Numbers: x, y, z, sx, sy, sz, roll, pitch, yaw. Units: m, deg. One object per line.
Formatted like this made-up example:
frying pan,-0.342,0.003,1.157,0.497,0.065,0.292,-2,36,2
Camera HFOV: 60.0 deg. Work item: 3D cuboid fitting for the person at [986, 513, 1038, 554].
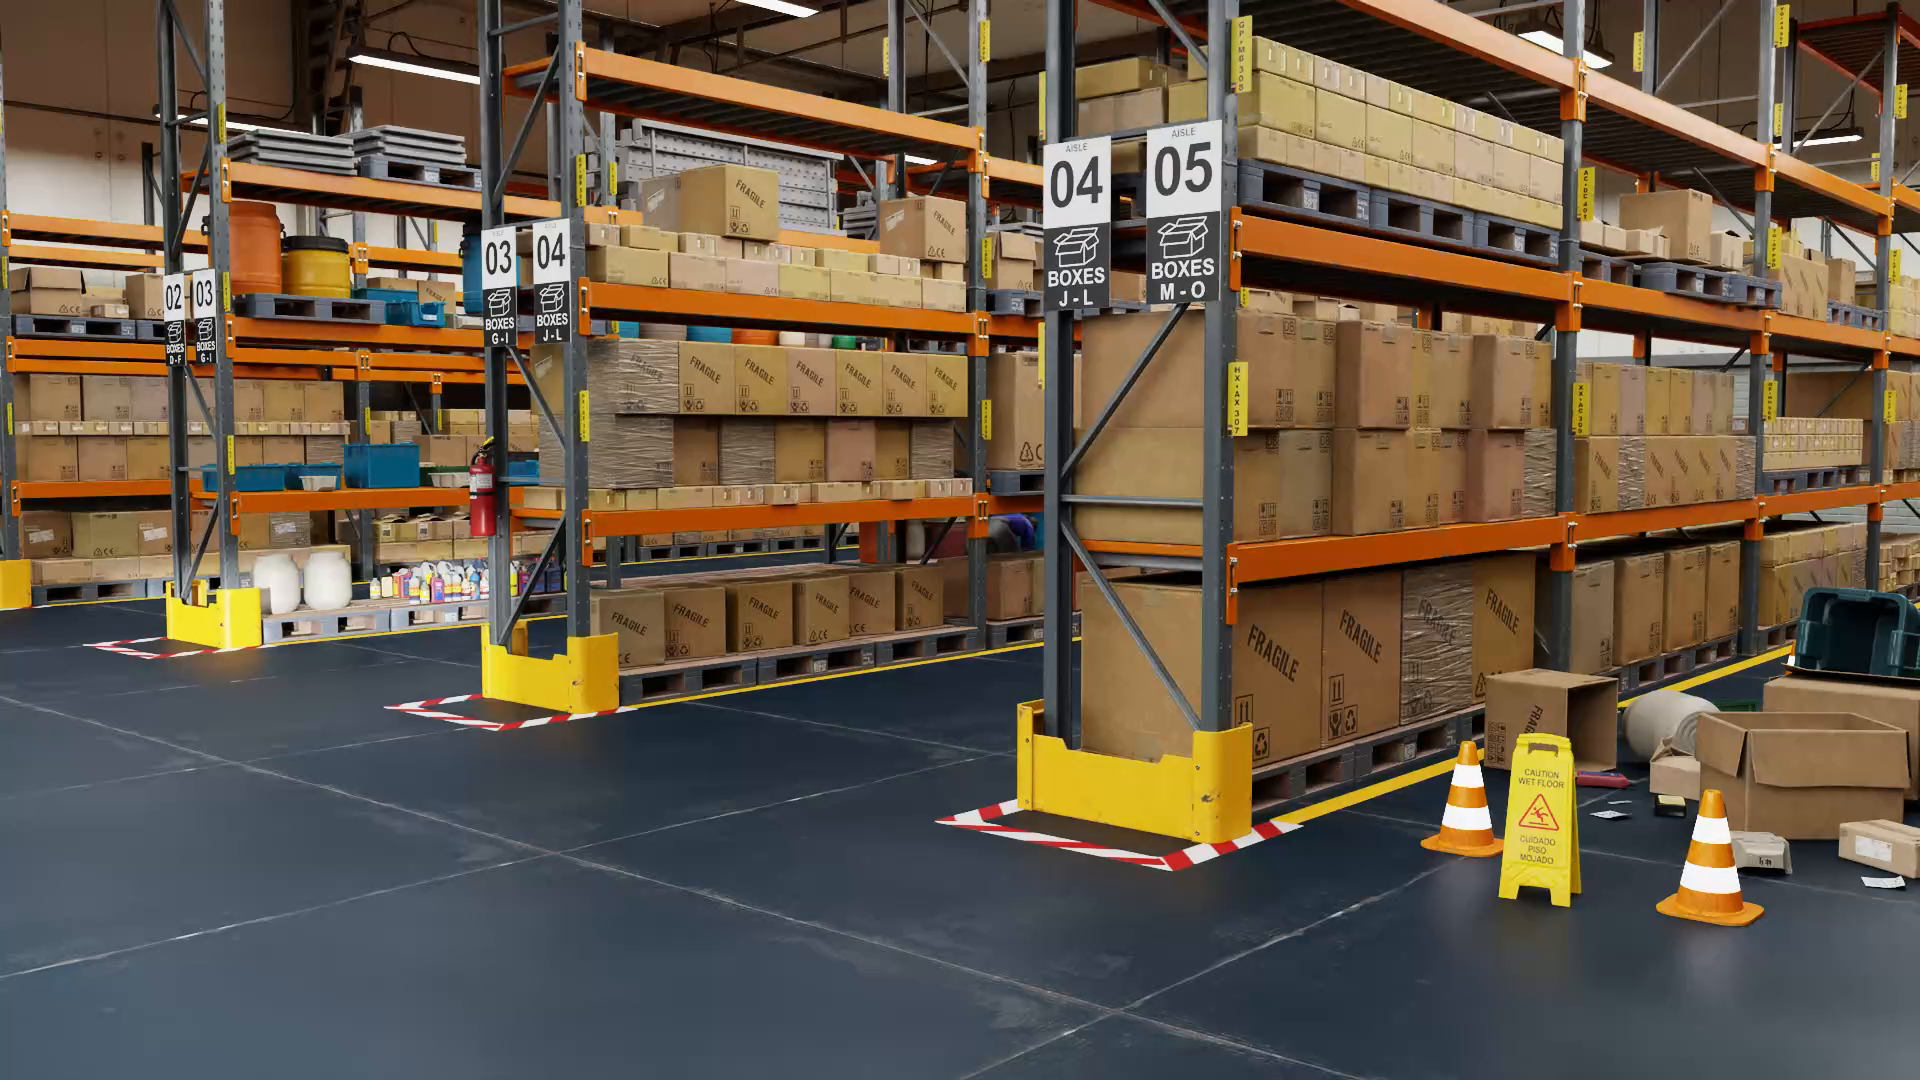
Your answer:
person,0.554,0.151,18.014,0.434,0.899,0.877,3,5,39
